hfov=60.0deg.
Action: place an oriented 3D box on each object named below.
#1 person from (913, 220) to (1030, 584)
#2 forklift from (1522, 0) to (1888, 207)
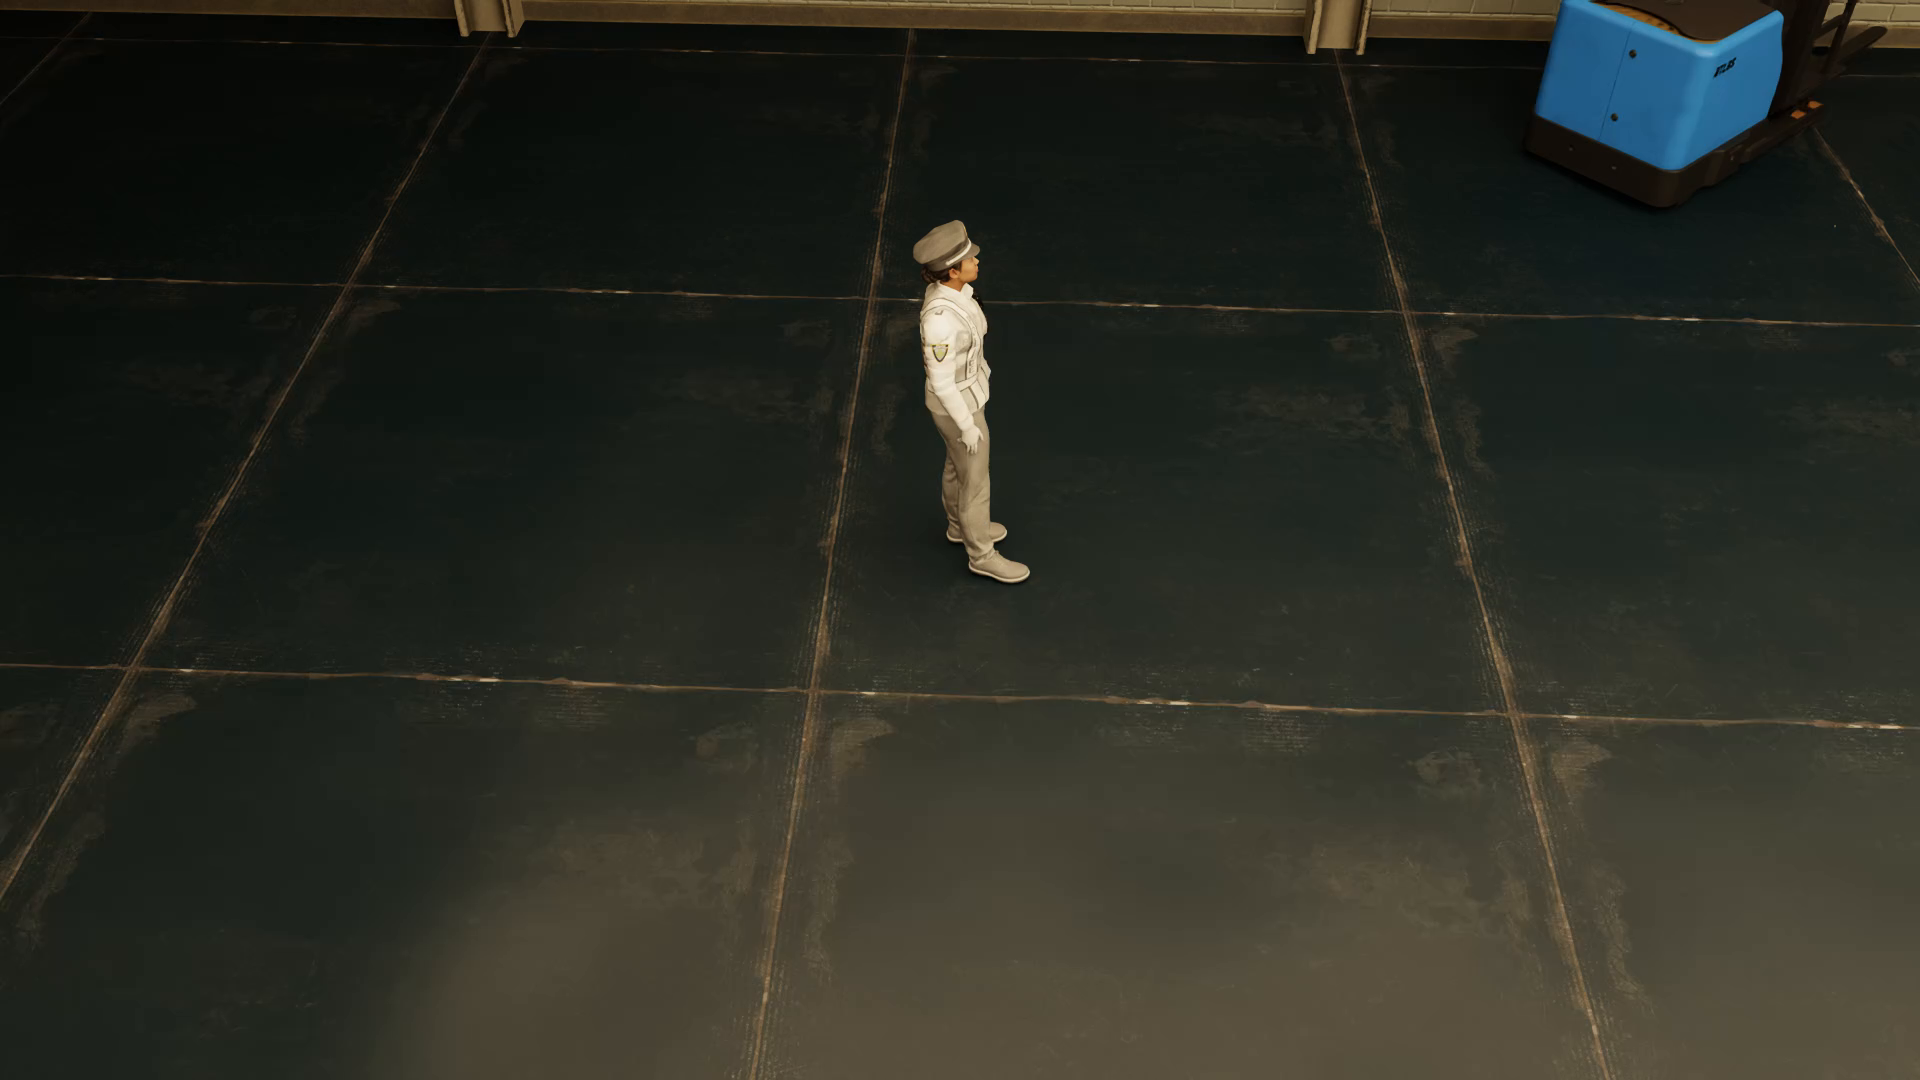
[{"bbox_3d":[0.068,-0.624,7.332,0.530,1.694,0.586,2,42,2],"label":"person"},{"bbox_3d":[5.016,-3.935,10.053,3.031,2.935,1.130,-30,50,-29],"label":"forklift"}]
